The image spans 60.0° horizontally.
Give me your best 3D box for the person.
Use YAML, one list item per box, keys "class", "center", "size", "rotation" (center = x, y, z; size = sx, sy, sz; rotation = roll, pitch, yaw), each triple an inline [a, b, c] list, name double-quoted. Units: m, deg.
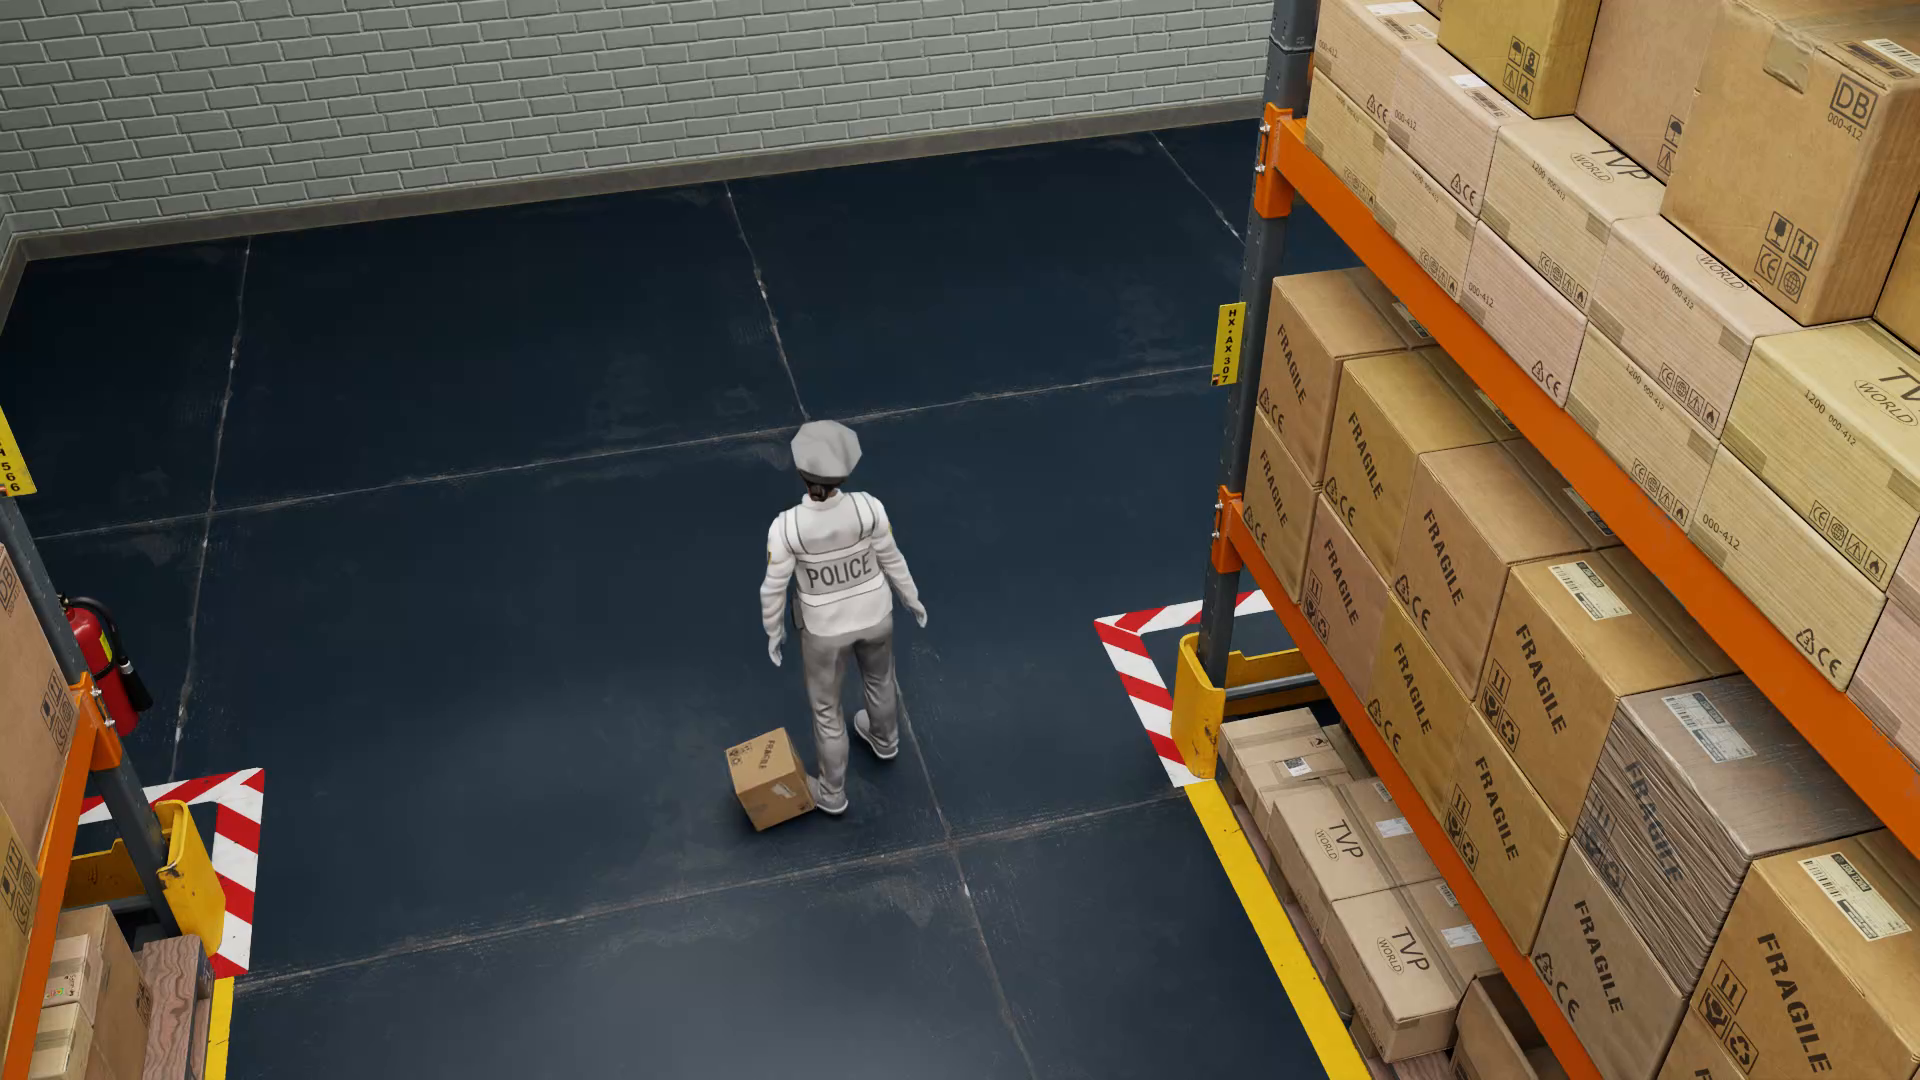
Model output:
- class: "person"
  center: [-0.445, 0.277, 6.310]
  size: [0.634, 1.678, 0.489]
  rotation: [-13, 40, -16]
